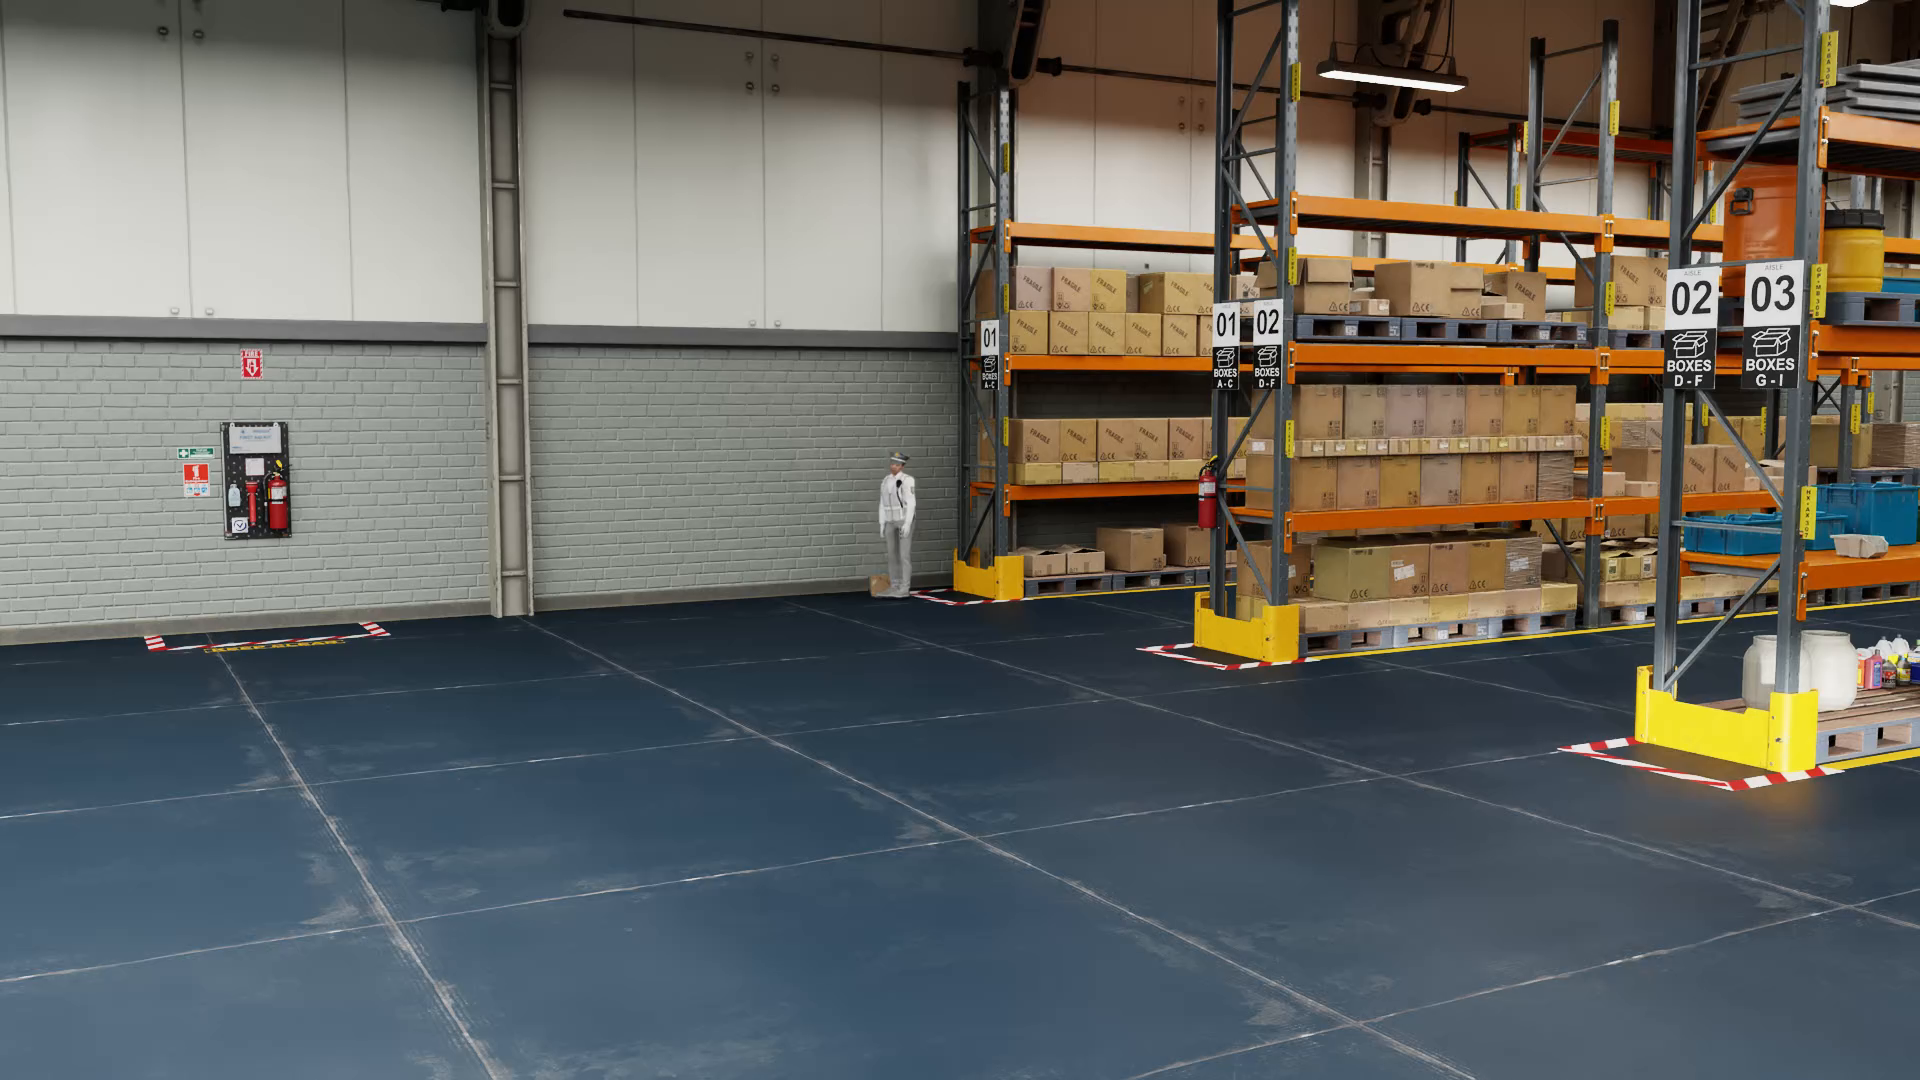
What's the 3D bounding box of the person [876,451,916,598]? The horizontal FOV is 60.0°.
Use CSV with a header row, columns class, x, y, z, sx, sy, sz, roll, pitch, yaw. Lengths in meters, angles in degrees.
class,x,y,z,sx,sy,sz,roll,pitch,yaw
person,-0.752,-0.173,19.054,0.527,1.687,0.437,4,6,38
